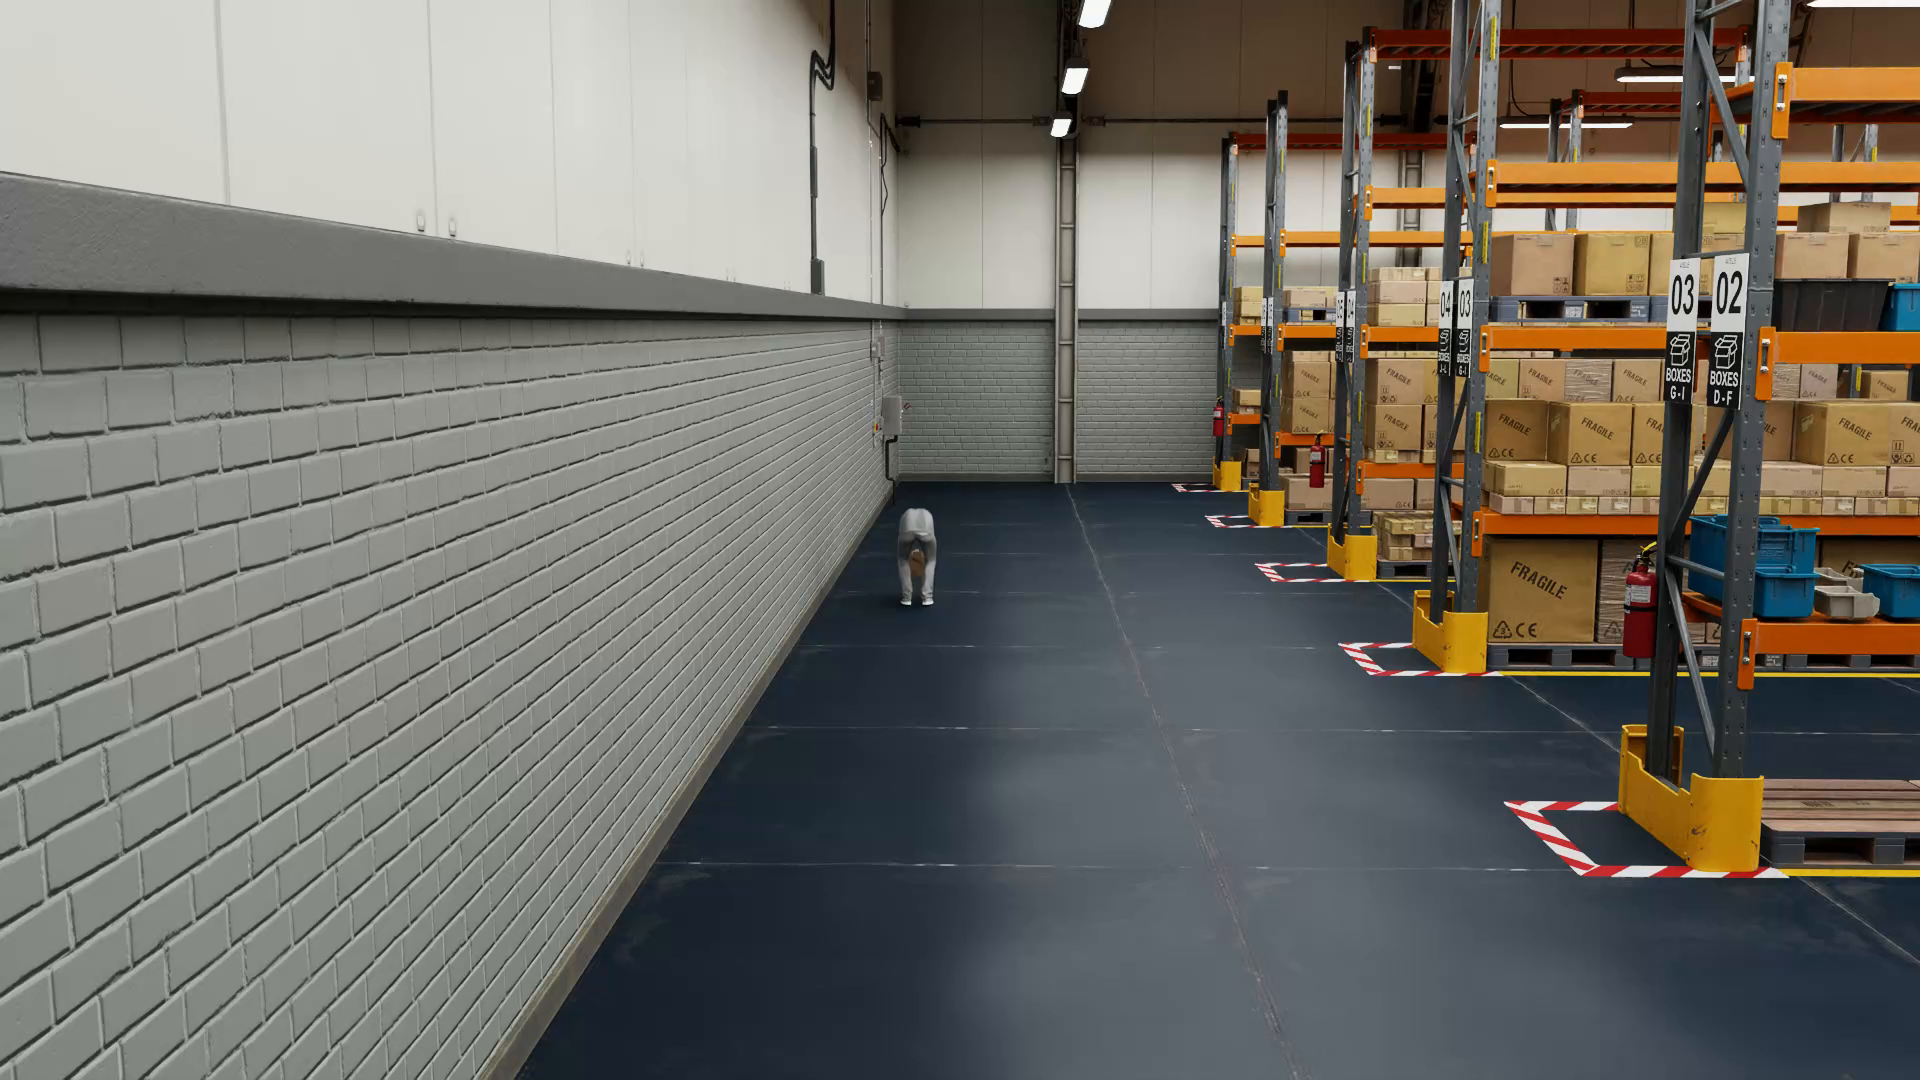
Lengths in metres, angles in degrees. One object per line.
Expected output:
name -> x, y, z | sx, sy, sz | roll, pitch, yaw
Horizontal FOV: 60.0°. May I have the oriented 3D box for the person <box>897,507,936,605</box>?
person -> -0.442, 0.143, 17.072 | 0.397, 0.991, 0.872 | 0, 7, -1
